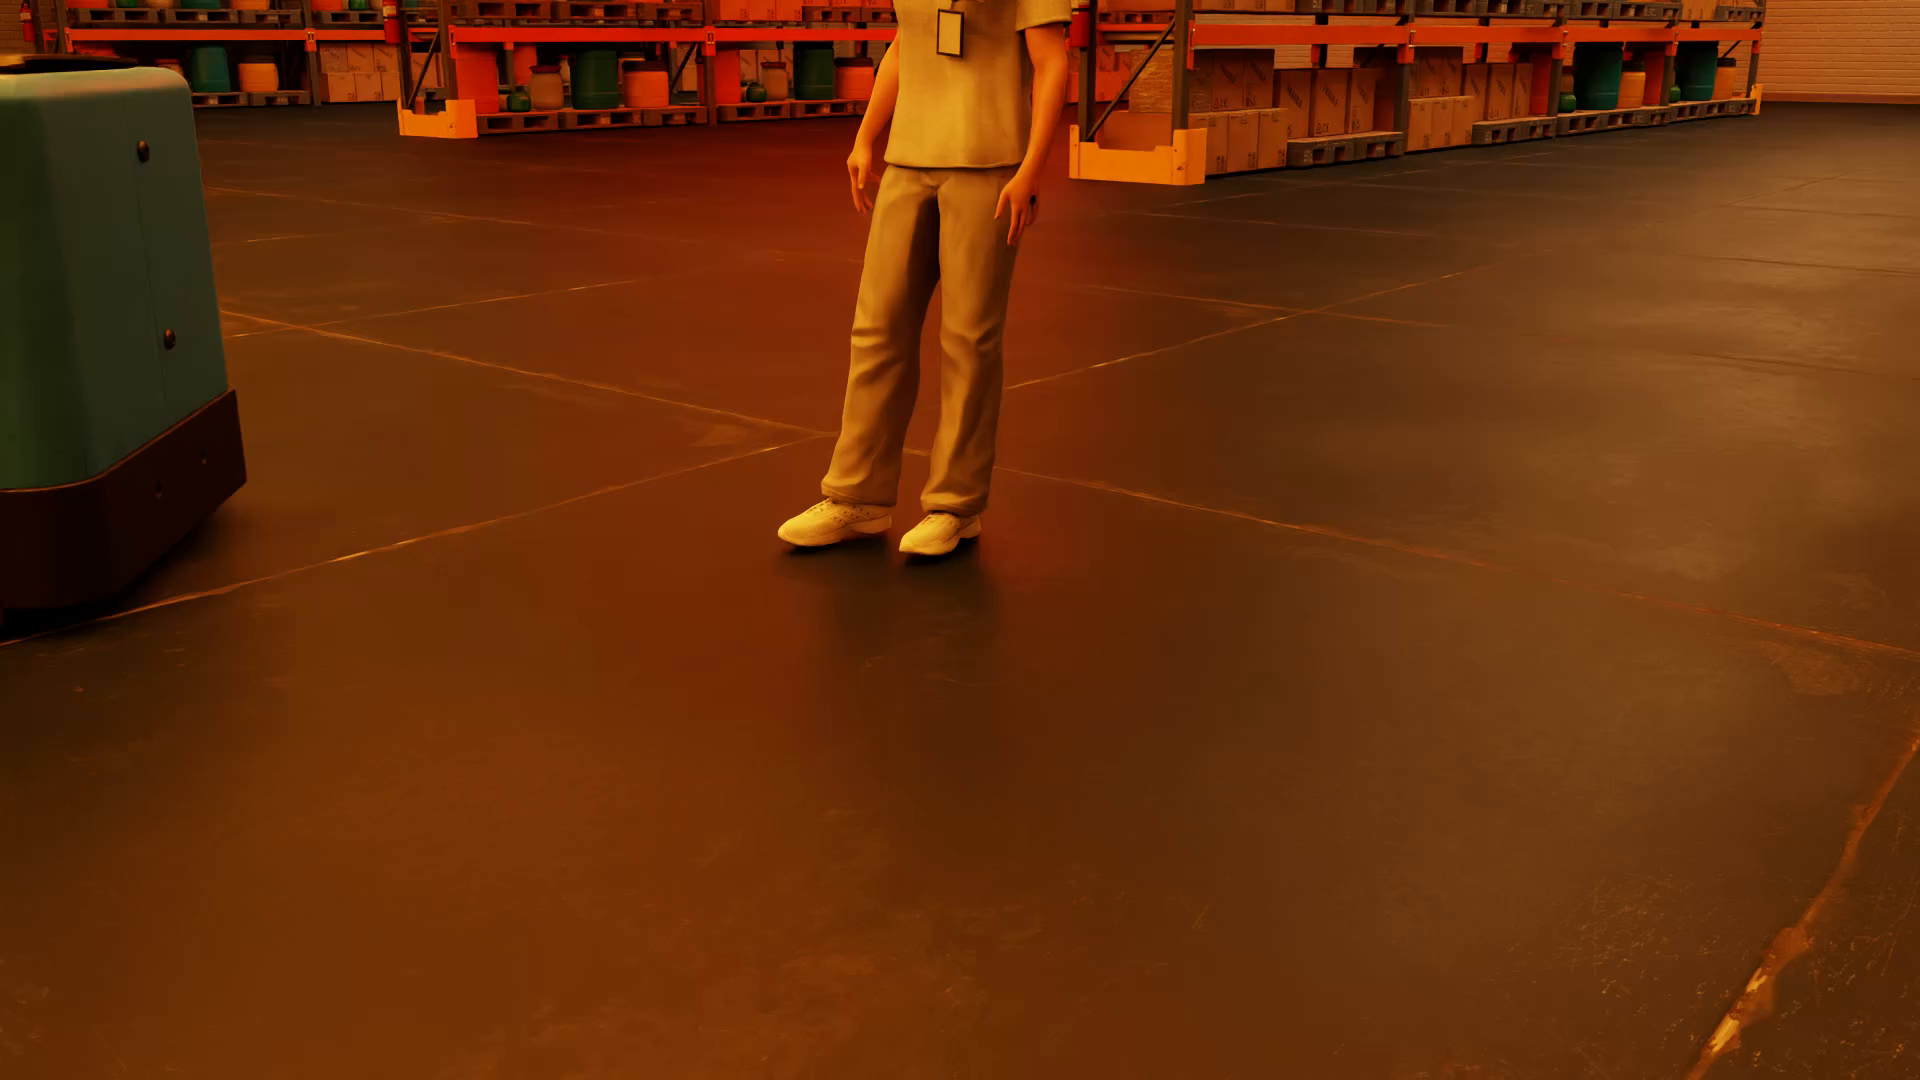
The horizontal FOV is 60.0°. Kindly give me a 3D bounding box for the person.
[{"bbox_3d":[-0.057,-0.795,3.650,0.550,1.673,0.548,13,21,37],"label":"person"}]

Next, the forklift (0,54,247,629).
[{"bbox_3d":[-3.247,-1.306,3.198,3.031,2.935,1.130,-2,17,-6],"label":"forklift"}]
